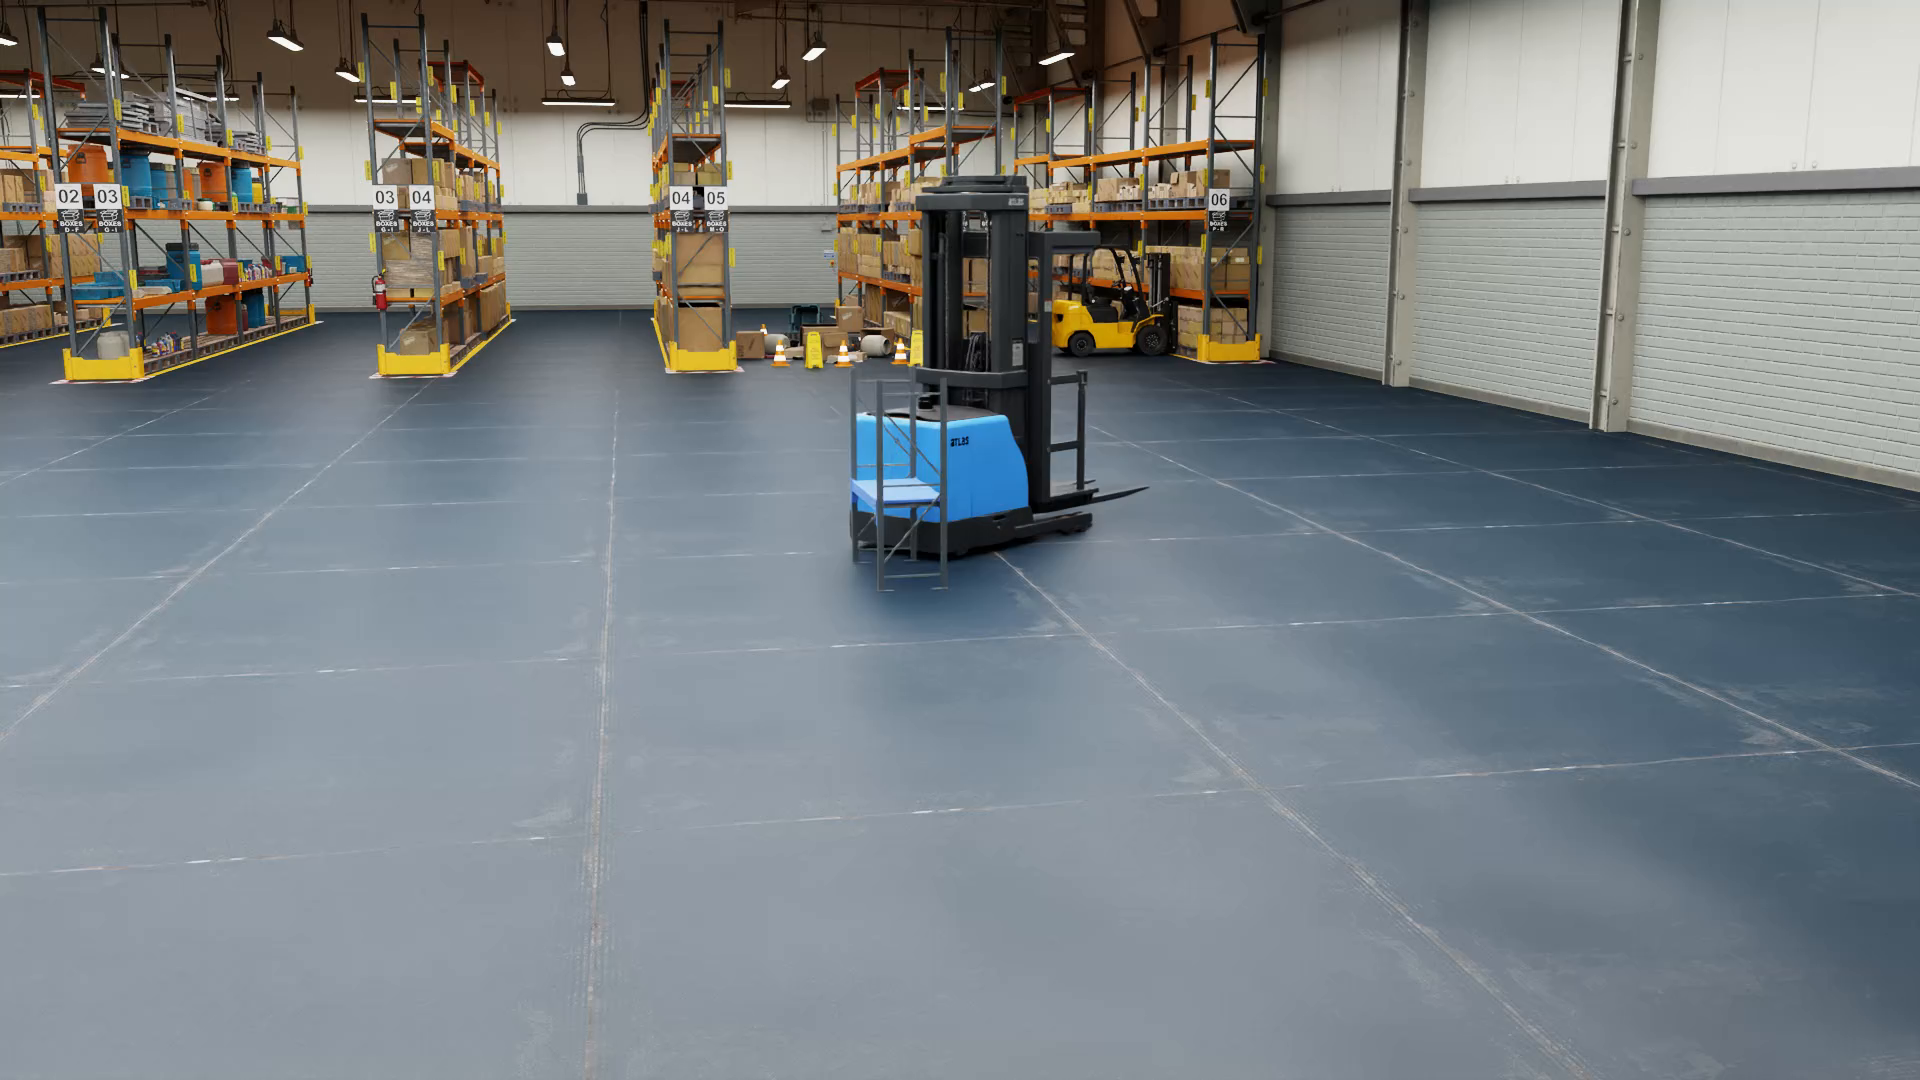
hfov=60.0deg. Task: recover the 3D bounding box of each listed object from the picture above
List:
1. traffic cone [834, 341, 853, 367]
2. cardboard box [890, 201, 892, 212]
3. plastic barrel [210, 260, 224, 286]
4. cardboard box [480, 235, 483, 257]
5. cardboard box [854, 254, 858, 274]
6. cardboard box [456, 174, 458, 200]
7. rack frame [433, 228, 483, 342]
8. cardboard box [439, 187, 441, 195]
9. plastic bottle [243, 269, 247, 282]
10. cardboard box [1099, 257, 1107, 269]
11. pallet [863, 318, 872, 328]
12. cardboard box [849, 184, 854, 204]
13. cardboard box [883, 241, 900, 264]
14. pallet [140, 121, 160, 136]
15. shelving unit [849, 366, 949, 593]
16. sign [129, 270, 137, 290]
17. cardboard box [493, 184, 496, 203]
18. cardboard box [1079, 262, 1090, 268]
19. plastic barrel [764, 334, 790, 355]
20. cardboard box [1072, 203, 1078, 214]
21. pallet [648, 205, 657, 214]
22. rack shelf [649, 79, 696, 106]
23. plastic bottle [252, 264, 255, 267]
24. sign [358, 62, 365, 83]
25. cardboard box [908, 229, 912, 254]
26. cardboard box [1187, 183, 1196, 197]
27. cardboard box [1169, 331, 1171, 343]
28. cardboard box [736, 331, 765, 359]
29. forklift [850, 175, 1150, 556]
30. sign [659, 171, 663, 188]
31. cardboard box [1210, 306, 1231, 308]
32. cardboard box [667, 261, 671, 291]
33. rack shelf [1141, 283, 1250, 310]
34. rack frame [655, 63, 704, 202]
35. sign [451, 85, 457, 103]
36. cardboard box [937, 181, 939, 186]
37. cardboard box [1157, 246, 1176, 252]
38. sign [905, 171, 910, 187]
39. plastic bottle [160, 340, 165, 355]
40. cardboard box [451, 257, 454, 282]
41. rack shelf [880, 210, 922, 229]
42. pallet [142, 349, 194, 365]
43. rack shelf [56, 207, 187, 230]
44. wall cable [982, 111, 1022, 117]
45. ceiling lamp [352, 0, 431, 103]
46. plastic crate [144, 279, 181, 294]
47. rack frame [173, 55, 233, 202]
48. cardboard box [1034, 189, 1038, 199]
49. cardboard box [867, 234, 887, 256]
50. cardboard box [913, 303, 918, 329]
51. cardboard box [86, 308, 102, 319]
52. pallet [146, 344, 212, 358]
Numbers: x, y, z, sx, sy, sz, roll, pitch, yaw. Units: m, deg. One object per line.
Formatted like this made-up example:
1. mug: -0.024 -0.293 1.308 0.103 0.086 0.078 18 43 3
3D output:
1. traffic cone: -2.125 -3.409 30.368 0.336 0.463 0.334 -2 11 -11
2. cardboard box: -1.365 -7.490 37.362 0.396 0.266 0.258 -2 11 -11
3. plastic barrel: -15.478 -5.527 34.411 0.421 0.512 0.421 0 11 0
4. cardboard box: -11.553 -6.865 38.792 0.797 0.503 0.637 -2 11 -10
5. cardboard box: -2.428 -7.052 42.455 0.500 0.500 0.500 -2 11 -10
6. cardboard box: -10.246 -6.919 32.606 0.797 0.503 0.637 -3 11 -14
7. rack frame: -11.030 -5.833 36.318 1.000 3.000 0.127 -2 11 -11
8. cardboard box: -9.452 -6.210 29.614 0.380 0.149 0.250 -2 11 -11
9. plastic bottle: -15.771 -5.840 36.668 0.061 0.283 0.133 -2 11 -11
10. cardboard box: 3.502 -6.364 38.174 0.500 0.250 0.500 -2 11 -9
11. pallet: -1.863 -5.418 41.598 1.003 0.211 1.213 -2 11 -11
12. cardboard box: -2.620 -9.063 43.611 0.500 0.500 0.500 -2 11 -10
13. cardboard box: -1.448 -6.504 37.657 0.500 0.500 0.500 -2 11 -13
14. pallet: -14.682 -7.202 29.045 1.003 0.211 1.213 -2 11 -11
15. shelving unit: -0.459 -0.472 12.165 0.538 1.500 1.048 -3 11 -14
16. sign: -13.792 -4.340 27.738 0.100 0.325 0.005 -2 11 -11
17. cardboard box: -12.432 -8.985 43.198 0.700 0.500 0.500 -3 11 -14
18. cardboard box: 3.055 -6.564 39.708 0.380 0.149 0.250 -2 11 -10
19. plastic barrel: -3.641 -3.843 32.755 0.512 0.421 0.421 6 12 28
20. cardboard box: 3.025 -8.043 40.312 0.500 0.250 0.500 -2 11 -11
21. pallet: -6.907 -7.992 40.145 1.213 0.211 1.003 -2 11 -11
22. rack shelf: -7.312 -11.321 42.146 1.077 0.370 4.000 -2 11 -11
23. plastic bottle: -16.308 -6.200 38.380 0.144 0.351 0.185 -2 11 -11
24. sign: -10.022 -7.833 27.860 0.100 0.325 0.005 -2 11 -11
25. cardboard box: -0.658 -6.057 33.761 0.700 0.500 0.500 -2 11 -12
26. cardboard box: 4.607 -6.757 32.123 0.396 0.266 0.258 -2 11 -11
27. cardboard box: 4.415 -4.115 33.526 0.500 0.250 0.500 -2 11 -9
28. cardboard box: -4.058 -3.787 32.248 0.500 0.500 0.500 0 11 -1
29. forklift: 0.468 -1.534 13.916 1.130 2.935 3.031 9 14 41
30. sign: -5.897 -7.121 32.843 0.100 0.325 0.005 -2 11 -11
31. cardboard box: 5.107 -4.440 32.559 0.500 0.250 0.500 -2 11 -11
32. cardboard box: -5.164 -5.064 31.878 0.875 0.550 0.550 -2 11 -11
33. rack shelf: 4.726 -4.920 33.449 1.077 0.370 4.000 -2 11 -11
34. rack frame: -6.145 -8.942 36.608 1.000 3.000 0.127 -2 11 -11
35. sign: -9.716 -8.560 31.894 0.100 0.325 0.005 -2 11 -11
36. cardboard box: -0.228 -6.707 31.430 0.380 0.149 0.250 -2 11 -11
37. cardboard box: 4.255 -5.943 34.101 0.380 0.149 0.250 -2 11 -10
38. sign: -1.075 -7.360 33.882 0.100 0.325 0.005 -2 11 -11
39. plastic bottle: -14.465 -3.486 30.110 0.097 0.271 0.097 0 11 0
40. cardboard box: -10.225 -5.209 31.981 0.875 0.500 0.500 -2 11 -11
41. rack shelf: -0.920 -6.946 36.071 1.077 0.370 4.000 -2 11 -11
42. pallet: -15.020 -3.424 31.123 1.003 0.211 1.213 -2 11 -11
43. rack shelf: -14.721 -5.672 29.377 1.077 0.370 4.000 -2 11 -11
44. wall cable: 2.161 -14.602 51.475 2.988 3.039 0.133 -2 11 -11
45. ceiling lamp: -15.496 -13.518 45.042 2.000 3.185 0.800 -2 11 -11
46. plastic crate: -14.628 -4.653 30.517 0.499 0.251 0.616 -2 11 -11
47. rack frame: -15.888 -8.600 34.811 1.000 3.000 0.127 -2 11 -11
48. cardboard box: 2.249 -9.169 44.095 0.500 0.250 0.500 -2 11 -10
49. cardboard box: -1.955 -7.097 40.019 0.500 0.500 0.500 -2 11 -12
50. cardboard box: -0.681 -4.565 33.885 0.500 0.500 0.500 -2 11 -8
51. cardboard box: -21.956 -5.838 41.854 0.500 0.500 0.500 -2 11 -11
52. pallet: -15.301 -3.692 32.528 1.003 0.211 1.213 -2 11 -11
